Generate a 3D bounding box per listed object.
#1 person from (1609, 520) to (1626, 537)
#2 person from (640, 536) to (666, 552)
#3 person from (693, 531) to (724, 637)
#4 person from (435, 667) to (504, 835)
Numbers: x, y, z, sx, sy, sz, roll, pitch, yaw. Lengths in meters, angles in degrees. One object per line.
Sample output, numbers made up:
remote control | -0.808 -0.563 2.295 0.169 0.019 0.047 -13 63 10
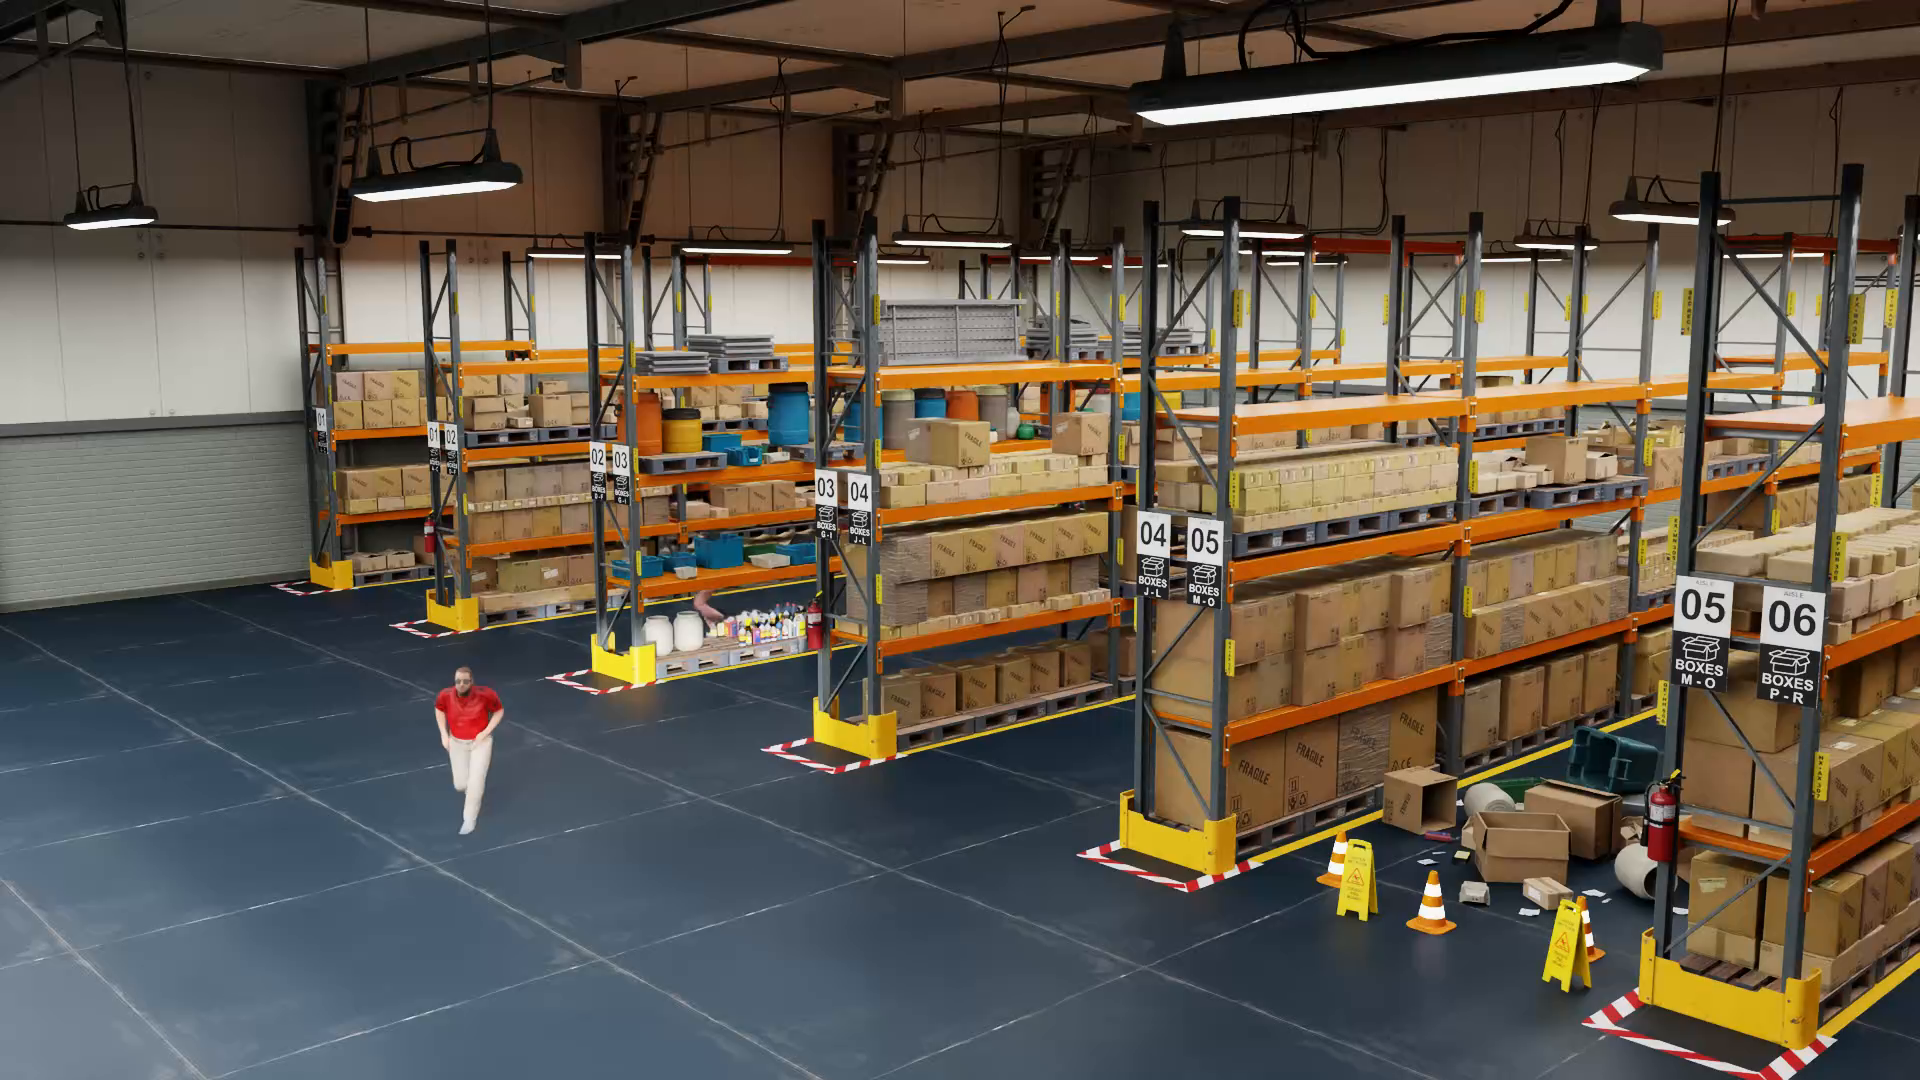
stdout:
person | 10.139 0.559 25.711 0.584 1.731 0.661 -8 11 -42
person | -5.726 -0.180 30.863 0.728 1.728 0.740 7 11 41
person | -3.865 0.676 25.187 0.561 1.624 0.621 8 12 44
person | -4.769 2.007 16.240 0.661 1.672 0.791 -1 9 -10
